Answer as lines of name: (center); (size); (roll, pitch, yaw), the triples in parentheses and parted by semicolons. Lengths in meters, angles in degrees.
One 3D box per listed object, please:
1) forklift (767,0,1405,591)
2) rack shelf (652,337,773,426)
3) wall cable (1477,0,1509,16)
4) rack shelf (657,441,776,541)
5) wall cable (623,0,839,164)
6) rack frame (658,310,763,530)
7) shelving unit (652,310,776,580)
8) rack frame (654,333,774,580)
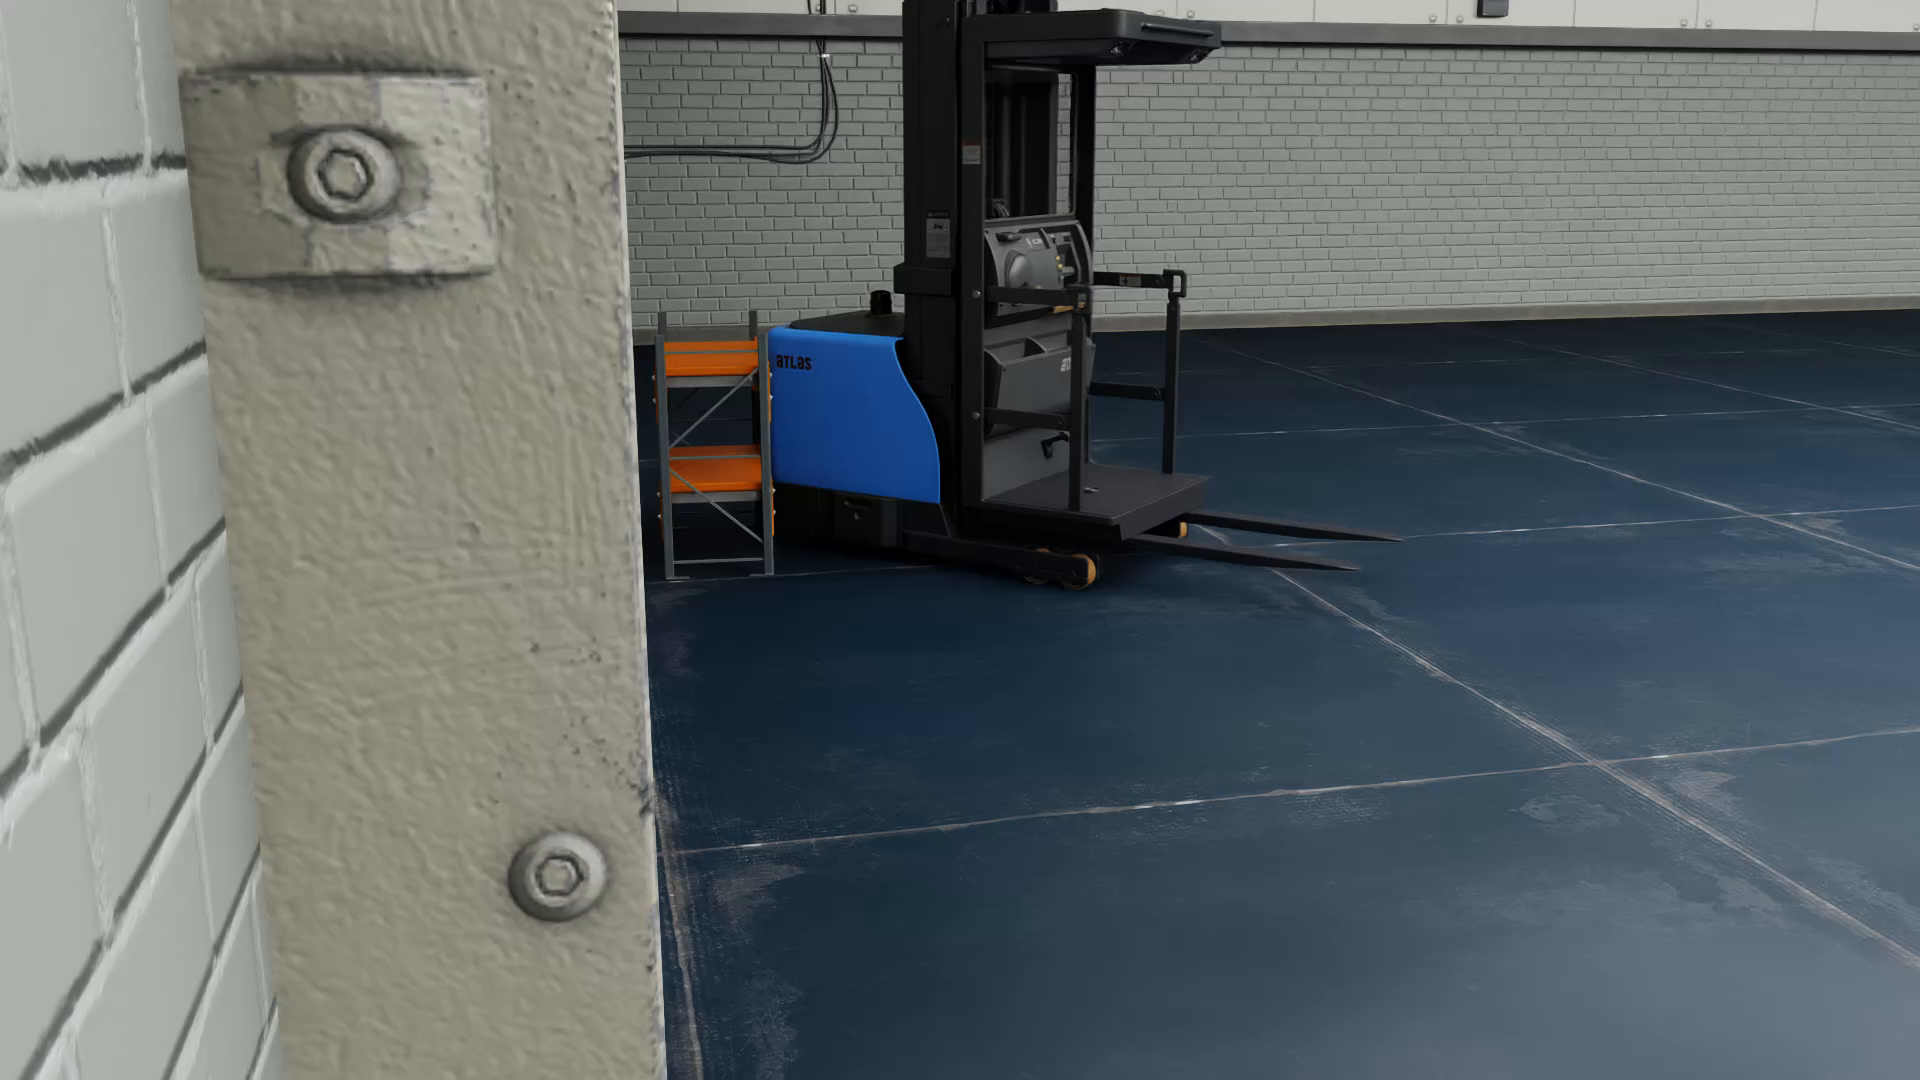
forklift: (0.553, -1.339, 7.733); (3.031, 2.935, 1.130); (8, 16, 31)
rack shelf: (-1.198, -0.778, 8.010); (0.538, 0.278, 1.000); (-2, 14, -9)
wall cable: (6.562, -8.464, 16.944); (2.305, 6.003, 0.169); (-3, 14, -13)
rack shelf: (-1.198, -0.257, 8.137); (0.538, 0.278, 1.000); (-2, 14, -9)
wall cable: (-2.670, -4.778, 15.565); (3.097, 2.526, 0.112); (-3, 14, -13)
rack frame: (-1.279, -0.613, 8.567); (0.500, 1.125, 0.032); (-2, 14, -9)
shelving unit: (-1.198, -0.494, 8.079); (0.538, 1.125, 1.048); (-2, 14, -9)
rack frame: (-1.117, -0.375, 7.592); (0.500, 1.125, 0.032); (-2, 14, -9)
